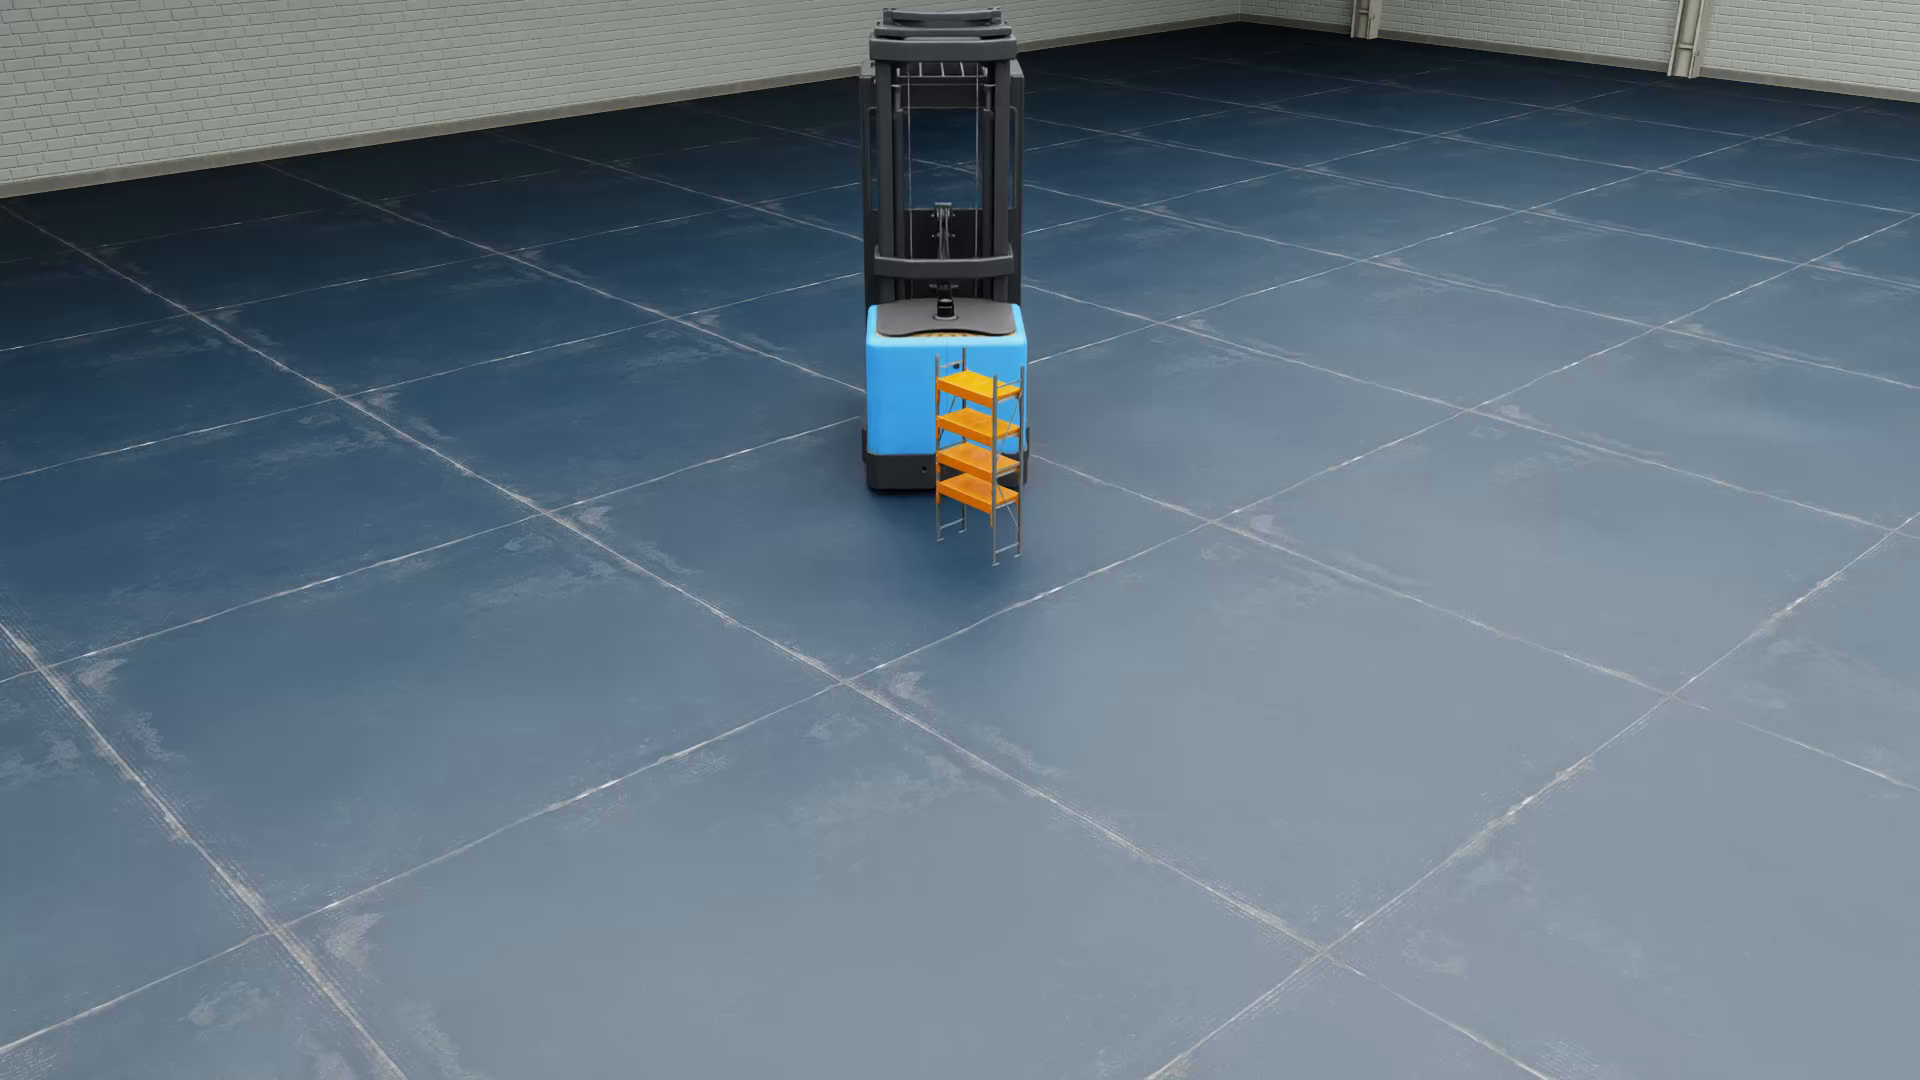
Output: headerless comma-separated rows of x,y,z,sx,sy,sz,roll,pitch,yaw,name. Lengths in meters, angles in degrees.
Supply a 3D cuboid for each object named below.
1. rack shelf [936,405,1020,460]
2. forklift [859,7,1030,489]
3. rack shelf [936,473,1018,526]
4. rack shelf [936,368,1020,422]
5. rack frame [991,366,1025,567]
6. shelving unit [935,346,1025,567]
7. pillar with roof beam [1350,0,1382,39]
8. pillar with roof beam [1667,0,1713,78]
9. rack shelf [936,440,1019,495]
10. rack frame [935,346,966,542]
0.113,-0.638,9.826,0.258,0.148,0.480,-21,32,-38,rack shelf
-0.128,-2.230,11.607,1.130,2.935,3.031,-1,25,-2,forklift
0.113,-0.254,10.001,0.258,0.148,0.480,-21,32,-38,rack shelf
0.113,-0.853,9.728,0.258,0.148,0.480,-21,32,-38,rack shelf
0.280,-0.422,9.729,0.240,1.200,0.015,-21,32,-38,rack frame
0.113,-0.496,9.891,0.258,1.200,0.503,-21,32,-38,shelving unit
4.245,-12.063,25.851,9.100,9.000,0.400,-21,32,-38,pillar with roof beam
8.346,-10.245,21.866,9.100,9.000,0.400,-21,32,-38,pillar with roof beam
0.113,-0.435,9.919,0.258,0.148,0.480,-21,32,-38,rack shelf
-0.054,-0.570,10.053,0.240,1.200,0.015,-21,32,-38,rack frame
